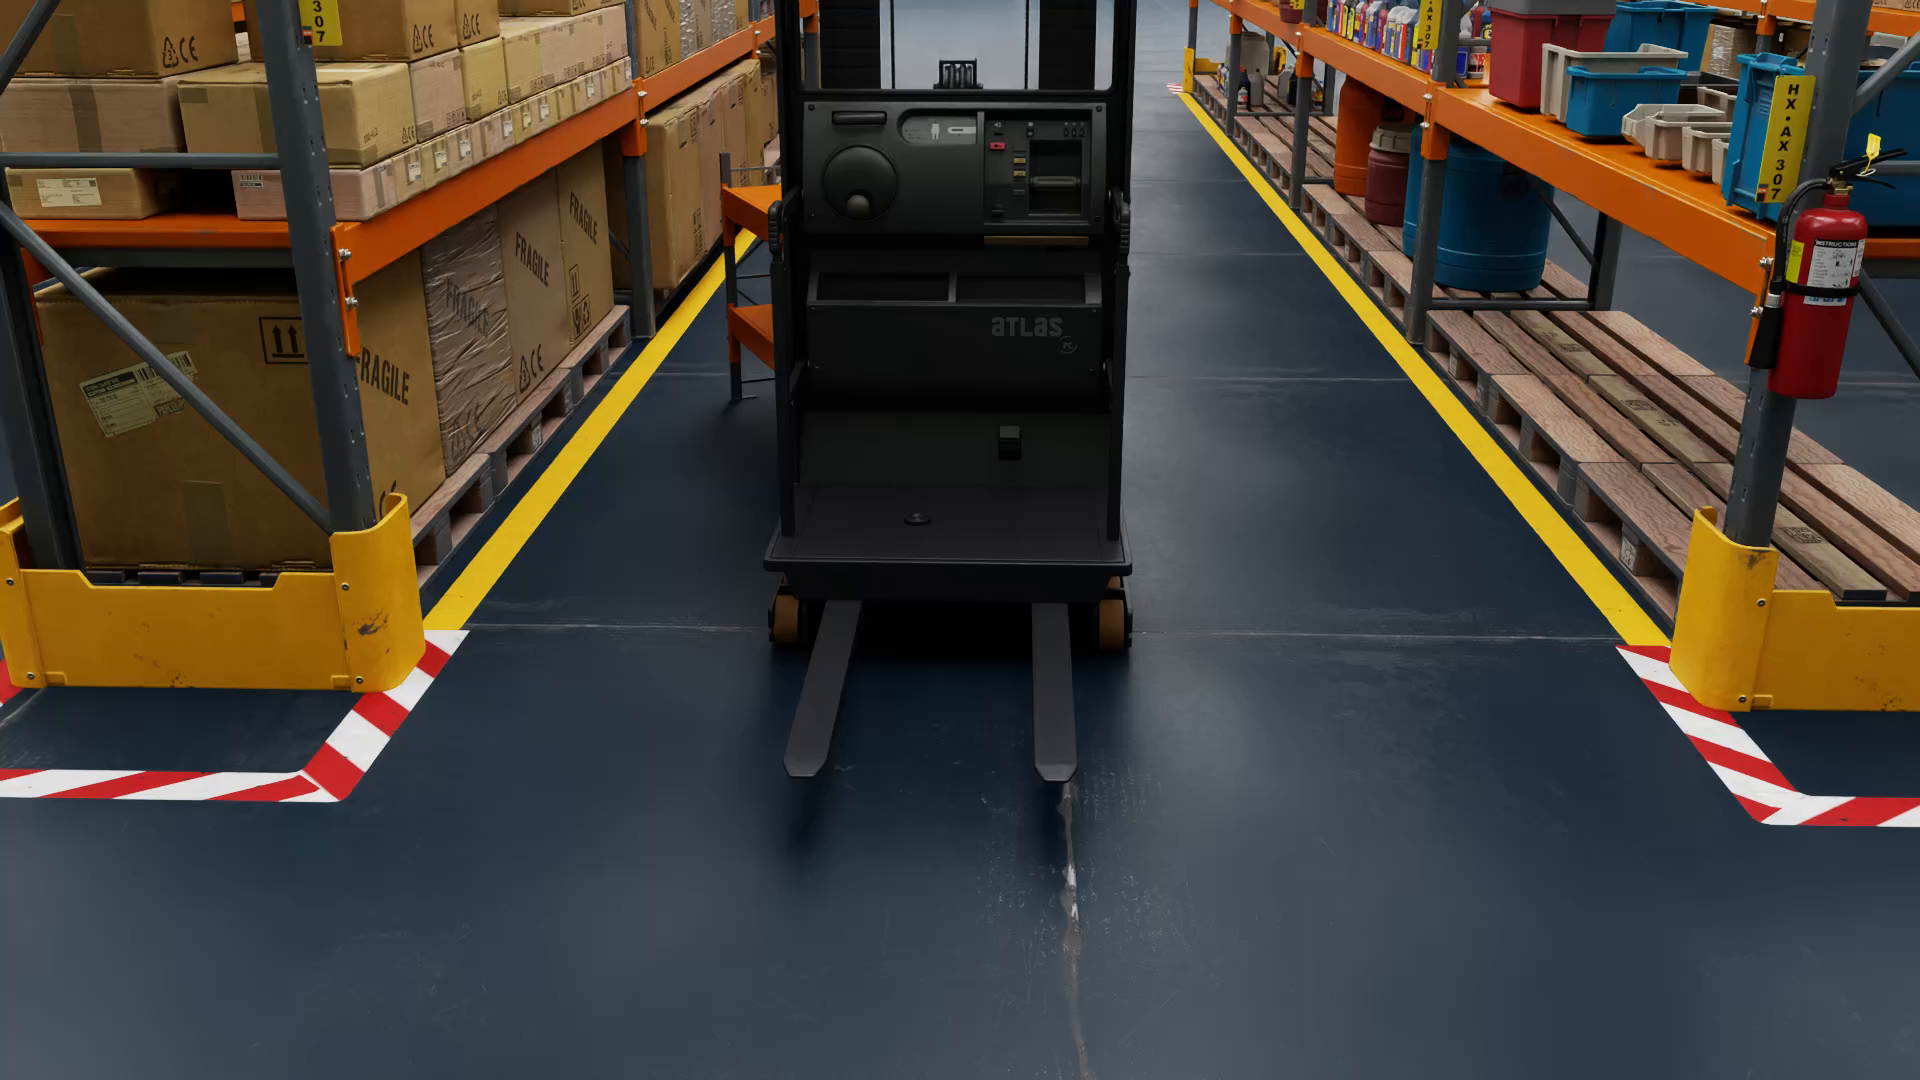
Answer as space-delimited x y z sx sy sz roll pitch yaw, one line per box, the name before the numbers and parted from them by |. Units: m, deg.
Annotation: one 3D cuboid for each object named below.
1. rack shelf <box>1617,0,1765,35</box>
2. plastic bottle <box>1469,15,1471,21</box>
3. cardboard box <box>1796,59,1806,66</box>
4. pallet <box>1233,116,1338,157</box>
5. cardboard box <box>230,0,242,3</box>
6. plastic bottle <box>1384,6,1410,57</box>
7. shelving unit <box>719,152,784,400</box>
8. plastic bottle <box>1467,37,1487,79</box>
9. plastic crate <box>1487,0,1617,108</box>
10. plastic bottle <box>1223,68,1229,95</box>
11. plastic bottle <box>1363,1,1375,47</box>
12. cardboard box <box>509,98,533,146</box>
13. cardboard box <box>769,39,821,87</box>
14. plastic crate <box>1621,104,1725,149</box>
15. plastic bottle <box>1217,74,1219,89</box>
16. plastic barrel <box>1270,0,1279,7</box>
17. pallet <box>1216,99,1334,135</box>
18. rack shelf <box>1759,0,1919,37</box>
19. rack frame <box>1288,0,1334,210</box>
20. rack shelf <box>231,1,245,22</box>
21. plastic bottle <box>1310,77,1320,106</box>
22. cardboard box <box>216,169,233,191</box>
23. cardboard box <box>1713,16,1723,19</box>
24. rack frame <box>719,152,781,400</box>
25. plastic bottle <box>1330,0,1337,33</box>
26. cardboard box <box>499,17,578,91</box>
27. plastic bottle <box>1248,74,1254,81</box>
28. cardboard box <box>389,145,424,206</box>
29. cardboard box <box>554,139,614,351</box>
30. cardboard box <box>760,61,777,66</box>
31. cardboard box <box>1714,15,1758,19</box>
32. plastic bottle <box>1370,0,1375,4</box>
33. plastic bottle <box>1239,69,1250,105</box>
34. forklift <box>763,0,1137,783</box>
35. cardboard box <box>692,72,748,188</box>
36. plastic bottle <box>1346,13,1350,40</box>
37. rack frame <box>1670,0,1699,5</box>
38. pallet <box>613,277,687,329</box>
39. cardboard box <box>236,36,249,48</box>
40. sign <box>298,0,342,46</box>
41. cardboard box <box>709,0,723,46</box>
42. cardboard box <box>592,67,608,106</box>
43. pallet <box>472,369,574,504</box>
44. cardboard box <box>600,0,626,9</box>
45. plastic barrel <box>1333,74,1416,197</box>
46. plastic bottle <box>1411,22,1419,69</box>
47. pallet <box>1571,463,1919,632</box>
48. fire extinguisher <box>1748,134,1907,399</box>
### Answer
rack shelf | 8.090 -5.643 17.421 1.077 0.370 4.000 1 21 2
plastic bottle | 3.327 -3.320 10.715 0.097 0.201 0.097 0 21 0
cardboard box | 7.768 -4.284 15.369 0.500 0.311 0.500 1 21 2
pallet | 3.094 -3.727 15.342 1.003 0.211 1.213 1 21 2
cardboard box | -6.606 -4.946 14.492 0.500 0.500 0.500 1 21 2
plastic bottle | 2.562 -2.954 9.667 0.152 0.276 0.135 1 21 2
shelving unit | -0.630 -1.041 7.157 0.538 1.125 1.048 -9 23 -21
plastic bottle | 2.649 -2.478 8.542 0.097 0.201 0.097 0 21 0
plastic crate | 2.557 -2.156 7.269 0.402 0.464 0.583 1 21 2
plastic bottle | 2.814 -4.805 17.430 0.097 0.271 0.097 0 21 0
plastic bottle | 2.555 -3.193 10.289 0.097 0.271 0.097 0 21 0
cardboard box | -1.851 -1.591 6.329 0.380 0.149 0.250 0 21 0
cardboard box | -1.808 -5.174 18.092 0.500 0.500 0.500 3 21 7
plastic crate | 2.555 -1.487 5.997 0.298 0.136 0.250 1 21 2
plastic bottle | 2.830 -4.968 17.948 0.097 0.201 0.097 0 21 0
plastic barrel | 2.808 -4.766 13.977 0.433 0.535 0.433 0 21 0
pallet | 3.141 -4.254 16.700 1.003 0.211 1.213 1 21 2
rack shelf | 7.969 -4.197 13.693 1.077 0.370 4.000 1 21 2
rack frame | 2.957 -3.865 11.843 1.000 3.000 0.127 1 21 2
rack shelf | -6.887 -4.398 14.212 1.077 0.370 4.000 1 21 2
plastic bottle | 3.509 -4.474 16.570 0.152 0.276 0.135 1 21 4
cardboard box | -2.540 -1.227 5.393 0.380 0.149 0.250 1 21 2
cardboard box | 7.897 -5.412 18.014 0.500 0.500 0.500 1 21 2
rack frame | -0.824 -1.211 7.595 0.500 1.125 0.032 -9 23 -21
plastic bottle | 2.590 -3.610 11.365 0.097 0.271 0.097 0 21 0
cardboard box | -1.895 -2.008 6.853 0.500 0.250 0.500 1 21 3
plastic bottle | 2.965 -4.559 16.790 0.152 0.276 0.135 1 21 2
cardboard box | -1.890 -1.127 5.135 0.380 0.149 0.250 0 21 1
cardboard box | -2.215 -1.441 7.952 0.875 0.875 0.875 1 21 2
cardboard box | -1.912 -4.184 15.512 0.700 0.500 0.500 -1 21 -3
cardboard box | 8.417 -5.406 17.999 0.500 0.500 0.500 1 21 2
plastic bottle | 2.773 -3.653 11.467 0.152 0.276 0.135 1 21 2
plastic bottle | 2.810 -4.517 16.579 0.144 0.351 0.185 0 21 0
forklift | -0.022 -1.139 4.912 1.130 2.935 3.031 1 21 2
cardboard box | -2.070 -2.553 10.819 1.225 0.875 0.875 1 21 2
plastic bottle | 2.572 -3.362 10.822 0.097 0.201 0.097 0 21 0
rack frame | 8.151 -6.702 19.154 1.000 3.000 0.127 1 21 2
pallet | -2.167 -1.453 9.482 1.003 0.211 1.213 1 21 2
cardboard box | -2.456 -1.641 5.908 0.500 0.250 0.500 0 21 0
sign | -1.683 -1.459 4.337 0.100 0.325 0.005 1 21 2
cardboard box | -1.795 -3.417 10.550 0.500 0.500 0.500 0 21 0
cardboard box | -1.813 -2.056 7.529 0.380 0.149 0.250 0 21 1
pallet | -2.251 -0.457 6.915 1.003 0.211 1.213 1 21 2
cardboard box | -1.862 -2.722 7.658 0.500 0.500 0.500 1 21 3
plastic barrel | 2.959 -2.872 11.704 0.600 0.830 0.708 1 21 2
plastic bottle | 2.536 -2.732 8.991 0.144 0.351 0.185 1 21 2
pallet | 2.777 0.030 5.660 1.003 0.211 1.213 1 21 2
fire extinguisher | 2.255 -0.713 4.342 0.296 0.674 0.183 1 21 2
